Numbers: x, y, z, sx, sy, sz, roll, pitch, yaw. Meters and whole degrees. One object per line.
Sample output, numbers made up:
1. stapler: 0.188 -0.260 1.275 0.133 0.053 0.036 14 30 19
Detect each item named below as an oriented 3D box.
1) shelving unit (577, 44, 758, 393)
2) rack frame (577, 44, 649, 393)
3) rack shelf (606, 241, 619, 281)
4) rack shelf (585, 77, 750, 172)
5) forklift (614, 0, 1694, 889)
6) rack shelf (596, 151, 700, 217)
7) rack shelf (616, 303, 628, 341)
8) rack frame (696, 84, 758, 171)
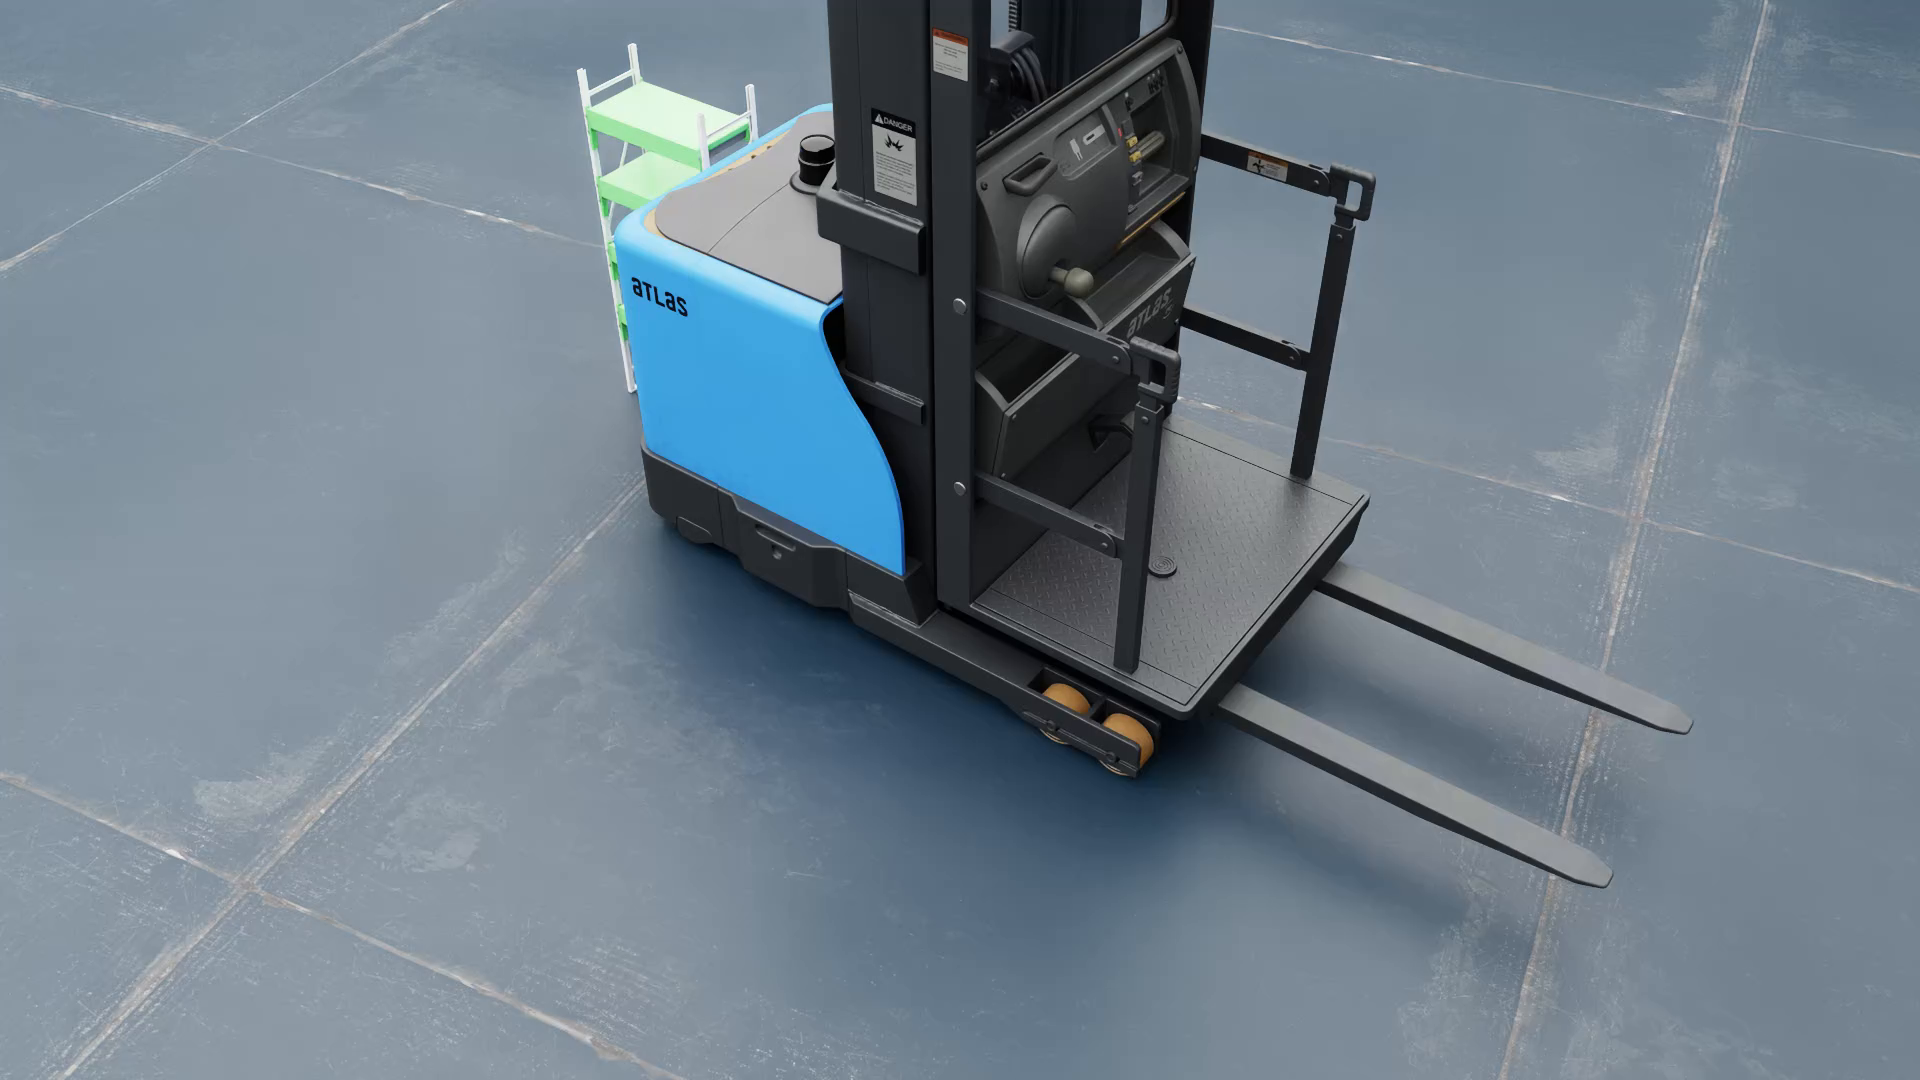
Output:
1. shelving unit: -0.893 -0.943 5.422 0.503 1.200 0.258 25 47 26
2. rack frame: -1.091 -1.037 5.530 0.015 1.200 0.240 25 47 26
3. rack shelf: -0.893 -0.895 5.464 0.480 0.148 0.258 25 47 26
4. rack shelf: -0.893 -1.258 5.150 0.480 0.148 0.258 25 47 26
5. forklift: 0.505 -0.869 4.014 3.031 2.935 1.130 25 47 26
6. rack shelf: -0.893 -1.077 5.307 0.480 0.148 0.258 25 47 26
7. rack shelf: -0.893 -0.714 5.621 0.480 0.148 0.258 25 47 26
8. rack frame: -0.695 -0.850 5.314 0.015 1.200 0.240 25 47 26
